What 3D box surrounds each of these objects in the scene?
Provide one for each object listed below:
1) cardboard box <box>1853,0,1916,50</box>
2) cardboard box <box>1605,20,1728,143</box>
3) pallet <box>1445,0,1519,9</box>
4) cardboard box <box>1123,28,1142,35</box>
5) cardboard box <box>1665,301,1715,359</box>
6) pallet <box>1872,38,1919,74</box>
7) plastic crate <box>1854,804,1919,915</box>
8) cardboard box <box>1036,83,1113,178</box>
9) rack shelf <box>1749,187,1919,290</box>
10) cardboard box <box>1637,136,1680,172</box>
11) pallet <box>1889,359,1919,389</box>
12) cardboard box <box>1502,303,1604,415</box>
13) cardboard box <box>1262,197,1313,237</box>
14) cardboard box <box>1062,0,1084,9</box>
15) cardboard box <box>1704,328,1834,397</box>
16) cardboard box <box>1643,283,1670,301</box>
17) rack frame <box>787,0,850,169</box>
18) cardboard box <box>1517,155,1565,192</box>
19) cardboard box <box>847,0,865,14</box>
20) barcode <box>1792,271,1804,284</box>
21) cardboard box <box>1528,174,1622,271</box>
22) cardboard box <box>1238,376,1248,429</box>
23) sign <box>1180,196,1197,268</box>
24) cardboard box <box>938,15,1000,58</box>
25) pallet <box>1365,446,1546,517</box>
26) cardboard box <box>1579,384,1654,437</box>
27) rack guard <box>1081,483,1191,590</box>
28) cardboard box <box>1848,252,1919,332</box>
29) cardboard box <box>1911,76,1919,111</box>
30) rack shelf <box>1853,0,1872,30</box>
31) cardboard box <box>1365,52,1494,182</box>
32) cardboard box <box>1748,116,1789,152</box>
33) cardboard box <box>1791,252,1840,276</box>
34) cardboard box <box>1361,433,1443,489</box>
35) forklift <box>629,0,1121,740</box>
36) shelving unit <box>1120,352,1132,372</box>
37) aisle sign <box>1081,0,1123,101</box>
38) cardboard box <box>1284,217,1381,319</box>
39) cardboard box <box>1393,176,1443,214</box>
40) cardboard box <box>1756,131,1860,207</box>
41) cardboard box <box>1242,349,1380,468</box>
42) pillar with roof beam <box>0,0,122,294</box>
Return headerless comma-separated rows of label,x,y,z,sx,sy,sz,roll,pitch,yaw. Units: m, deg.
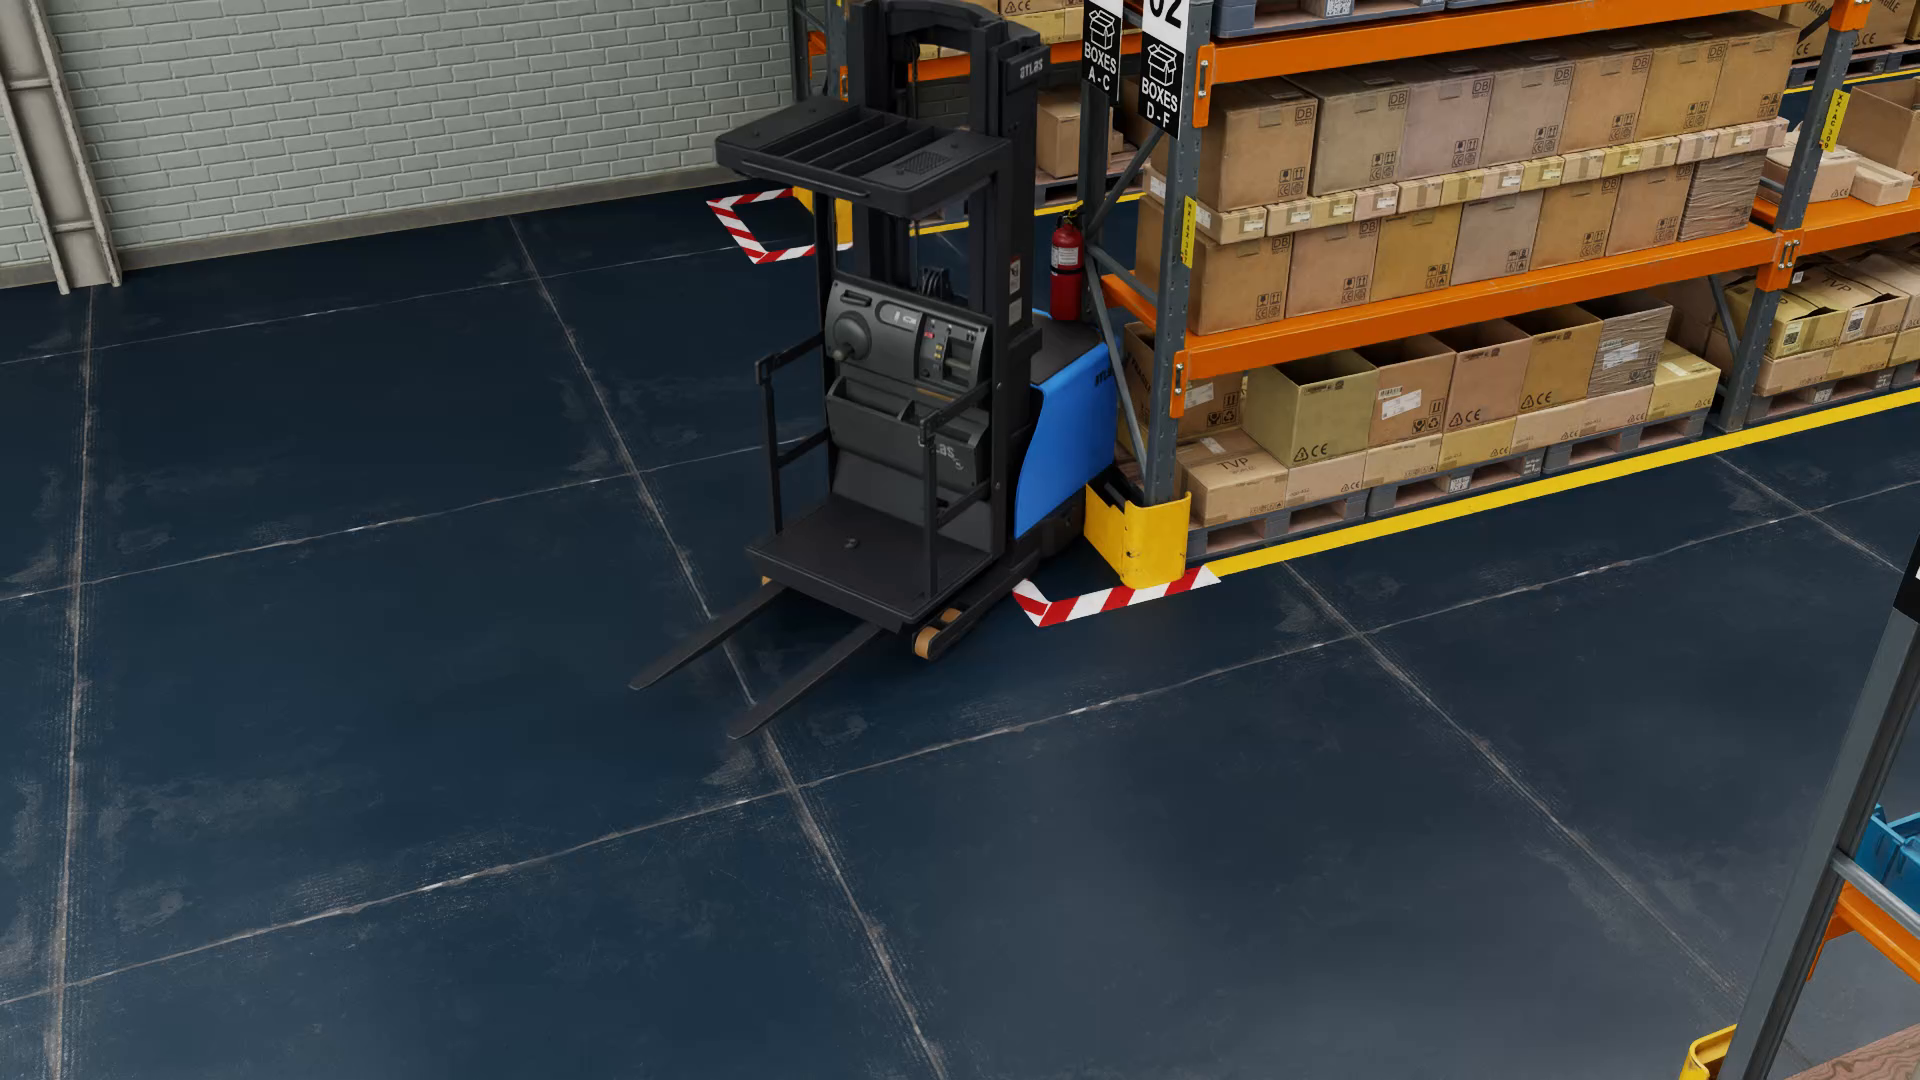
cardboard box,8.632,-5.227,16.037,0.750,0.750,0.750,-12,35,-17
cardboard box,3.672,-2.546,9.050,0.500,0.500,0.700,-13,35,-19
pallet,2.645,-2.936,8.261,1.213,0.211,1.003,-13,35,-19
cardboard box,1.384,-4.133,12.889,0.500,0.250,0.500,-13,35,-19
cardboard box,4.815,-1.422,10.739,0.500,0.250,0.500,-13,35,-19
pallet,9.317,-4.974,16.620,1.213,0.211,1.003,-13,35,-19
plastic crate,3.116,0.978,5.052,0.616,0.251,0.499,-13,35,-19
cardboard box,0.829,-3.298,13.375,0.500,0.500,0.700,-15,36,-22
rack shelf,6.389,-2.285,10.590,4.000,0.370,1.077,-13,35,-19
cardboard box,3.666,-2.150,9.035,0.250,0.149,0.380,-13,35,-19
pallet,6.335,-1.431,11.173,1.213,0.211,1.003,-13,35,-19
cardboard box,3.277,-1.088,9.538,0.500,0.500,0.500,-13,35,-19
cardboard box,1.544,-1.666,8.291,0.250,0.149,0.380,-14,36,-20
cardboard box,0.902,-4.340,12.520,0.500,0.500,0.500,-12,35,-17
cardboard box,5.012,-1.149,10.319,0.500,0.250,0.500,-14,35,-20
cardboard box,3.996,-1.562,10.267,0.500,0.500,0.500,-13,35,-19
rack frame,-1.065,-3.810,12.274,0.127,3.000,1.000,-13,35,-19
cardboard box,2.962,-1.989,8.787,0.250,0.149,0.380,-12,35,-17
cardboard box,-0.508,-4.020,12.027,0.500,0.500,0.500,-13,35,-19
barcode,4.941,-1.548,9.806,0.075,0.075,0.001,-13,35,-19
cardboard box,3.190,-1.891,9.233,0.500,0.500,0.700,-12,35,-18
cardboard box,1.693,-0.717,9.656,0.500,0.250,0.500,-13,35,-19
sign,1.066,-1.436,7.758,0.005,0.325,0.100,-13,35,-19
cardboard box,-0.019,-3.816,12.402,0.500,0.250,0.500,-14,36,-20
pallet,2.668,-0.589,9.880,1.213,0.211,1.003,-13,35,-19
cardboard box,3.737,-0.880,9.906,0.500,0.250,0.500,-13,35,-19
rack guard,0.834,-0.267,9.121,0.348,0.500,1.175,-13,35,-19
cardboard box,5.962,-1.598,10.496,0.500,0.311,0.500,-14,36,-20
cardboard box,6.207,-2.578,10.287,0.500,0.500,0.500,-13,35,-19
rack shelf,6.389,-3.543,9.772,4.000,0.370,1.077,-13,35,-19
cardboard box,2.288,-2.230,8.563,0.500,0.500,0.700,-13,35,-19
cardboard box,4.377,-2.313,9.287,0.250,0.149,0.380,-13,35,-19
cardboard box,5.284,-1.766,10.754,0.500,0.311,0.500,-12,35,-18
cardboard box,2.358,-0.558,9.411,0.500,0.250,0.500,-13,35,-19
forklift,-0.389,-0.931,7.912,1.130,2.935,3.031,21,39,29
shelving unit,0.647,-0.699,9.186,0.210,0.900,0.258,-18,49,-41
aisle sign,0.682,-2.544,7.943,0.004,0.787,0.394,-13,35,-19
cardboard box,1.774,-1.568,8.735,0.500,0.500,0.700,-12,35,-18
cardboard box,2.253,-1.827,8.540,0.250,0.149,0.380,-14,36,-21
cardboard box,4.982,-2.228,9.979,0.500,0.250,0.500,-11,35,-16
cardboard box,1.897,-0.766,9.043,0.500,0.500,0.500,-13,35,-19
pillar with roof beam,-4.620,-3.476,6.259,0.400,9.000,9.100,-13,35,-19
